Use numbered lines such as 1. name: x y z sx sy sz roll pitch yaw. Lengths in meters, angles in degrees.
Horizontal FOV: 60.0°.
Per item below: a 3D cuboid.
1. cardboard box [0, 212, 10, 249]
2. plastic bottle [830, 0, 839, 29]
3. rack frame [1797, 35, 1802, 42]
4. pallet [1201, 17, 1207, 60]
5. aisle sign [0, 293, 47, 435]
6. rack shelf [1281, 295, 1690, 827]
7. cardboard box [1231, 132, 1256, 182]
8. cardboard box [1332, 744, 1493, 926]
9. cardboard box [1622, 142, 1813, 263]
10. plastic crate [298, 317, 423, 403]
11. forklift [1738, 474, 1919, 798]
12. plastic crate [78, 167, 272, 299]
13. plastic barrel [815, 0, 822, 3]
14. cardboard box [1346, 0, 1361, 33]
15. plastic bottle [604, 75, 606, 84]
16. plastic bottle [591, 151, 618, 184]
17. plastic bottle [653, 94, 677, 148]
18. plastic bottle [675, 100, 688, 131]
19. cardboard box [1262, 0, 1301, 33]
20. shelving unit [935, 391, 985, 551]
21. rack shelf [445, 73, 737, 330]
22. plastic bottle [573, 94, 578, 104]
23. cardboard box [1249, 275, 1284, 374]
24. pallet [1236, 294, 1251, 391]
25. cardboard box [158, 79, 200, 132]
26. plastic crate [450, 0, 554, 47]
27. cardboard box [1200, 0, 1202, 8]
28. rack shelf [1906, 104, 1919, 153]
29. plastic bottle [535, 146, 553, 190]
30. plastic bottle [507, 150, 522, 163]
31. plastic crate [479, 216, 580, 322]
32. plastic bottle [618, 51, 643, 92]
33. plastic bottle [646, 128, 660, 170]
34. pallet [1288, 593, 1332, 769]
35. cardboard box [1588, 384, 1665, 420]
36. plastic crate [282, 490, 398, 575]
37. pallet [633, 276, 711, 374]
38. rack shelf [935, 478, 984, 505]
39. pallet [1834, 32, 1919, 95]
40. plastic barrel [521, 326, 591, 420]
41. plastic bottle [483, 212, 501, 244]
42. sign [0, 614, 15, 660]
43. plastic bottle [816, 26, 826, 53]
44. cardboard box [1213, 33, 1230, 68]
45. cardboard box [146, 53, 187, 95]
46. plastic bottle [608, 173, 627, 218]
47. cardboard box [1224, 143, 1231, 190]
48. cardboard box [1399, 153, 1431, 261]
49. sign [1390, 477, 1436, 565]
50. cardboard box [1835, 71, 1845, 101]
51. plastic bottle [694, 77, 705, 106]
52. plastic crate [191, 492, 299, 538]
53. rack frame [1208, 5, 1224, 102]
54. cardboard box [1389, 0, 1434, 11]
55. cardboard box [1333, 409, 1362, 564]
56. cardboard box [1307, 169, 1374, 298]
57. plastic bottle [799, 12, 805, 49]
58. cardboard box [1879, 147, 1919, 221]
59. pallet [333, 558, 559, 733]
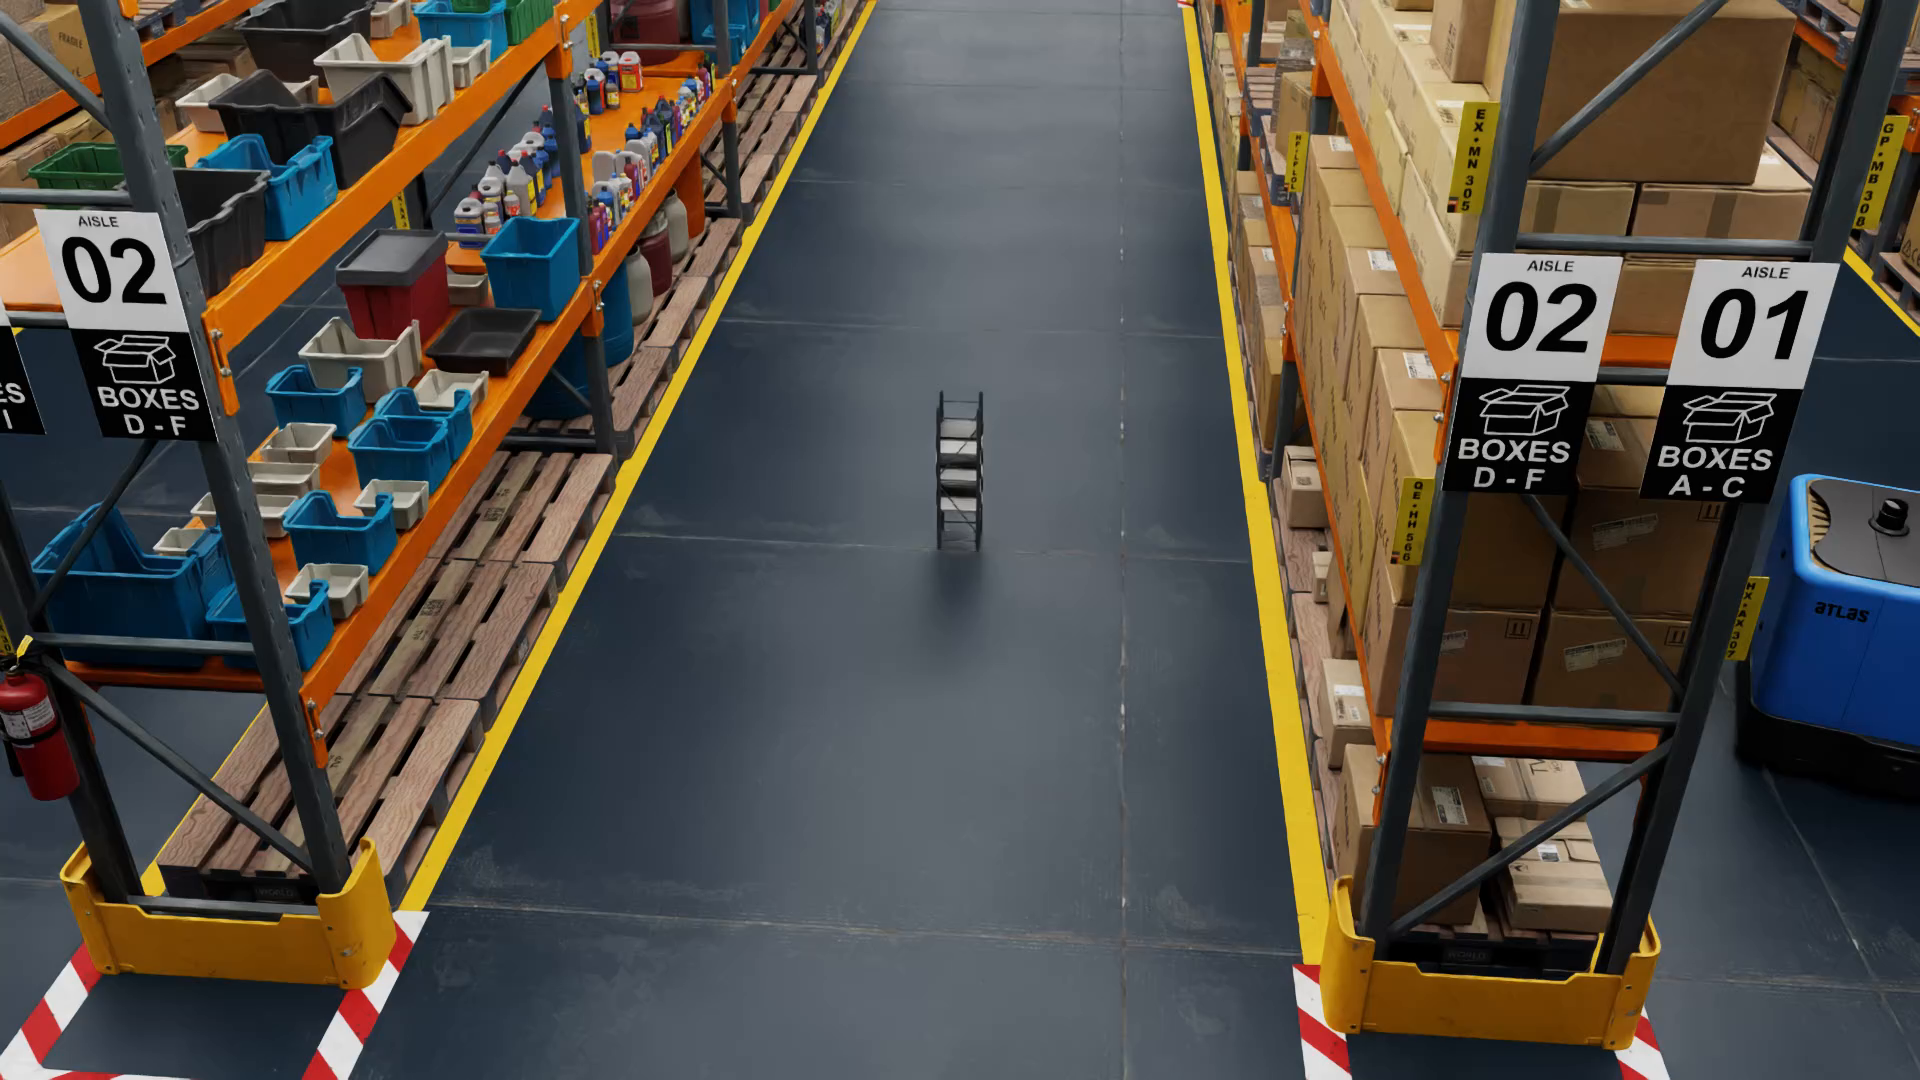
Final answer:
1. cardboard box: -7.433 -1.991 11.527 1.225 0.875 0.875 1 32 2
2. plastic bottle: -1.405 -5.768 18.136 0.144 0.351 0.185 4 32 6
3. rack frame: 7.925 -5.462 15.535 1.000 3.000 0.127 2 32 4
4. pallet: 3.191 -5.539 18.316 1.003 0.211 1.213 2 32 4
5. aisle sign: -3.224 -0.692 5.317 0.394 0.787 0.004 2 32 4
6. rack shelf: 2.173 -0.137 7.579 1.077 0.370 4.000 2 32 4
7. cardboard box: 2.459 -3.112 13.406 0.500 0.311 0.500 3 32 5
8. cardboard box: 1.809 1.185 6.712 0.500 0.500 0.500 2 32 4
9. cardboard box: 2.312 -1.081 5.232 0.500 0.250 0.500 2 32 4
10. plastic crate: -2.908 -0.887 8.166 0.437 0.282 0.530 2 32 4
11. forklift: 5.237 -0.149 6.979 3.031 2.935 1.130 12 34 18
12. plastic crate: -2.617 -1.021 5.594 0.497 0.269 0.590 2 32 4
13. plastic barrel: -1.642 -6.487 19.169 0.421 0.512 0.421 0 32 0
14. cardboard box: 2.010 -2.409 7.388 0.500 0.250 0.500 2 32 4
15. plastic bottle: -2.677 -3.386 12.356 0.097 0.201 0.097 0 32 0
16. plastic bottle: -2.259 -2.366 10.628 0.152 0.276 0.135 2 32 4
17. plastic bottle: -2.030 -2.864 11.366 0.144 0.351 0.185 2 32 4
18. plastic bottle: -1.977 -2.994 11.719 0.097 0.201 0.097 0 32 0
19. cardboard box: 2.782 -4.501 13.879 0.500 0.500 0.500 1 32 1
20. shelving unit: -0.001 -0.379 9.287 0.258 0.900 0.210 2 32 4
21. rack shelf: -2.438 -2.442 11.319 1.077 0.370 4.000 2 32 4
22. plastic bottle: -2.736 -3.035 11.718 0.097 0.271 0.097 0 32 0
23. cardboard box: 2.180 -1.402 10.910 0.500 0.500 0.500 3 32 5
24. pallet: 2.461 -1.368 11.549 1.003 0.211 1.213 2 32 4
25. cardboard box: -7.144 -3.770 14.752 0.700 0.500 0.500 0 32 0
26. plastic crate: -2.334 -2.655 8.322 0.450 0.188 0.662 2 32 4
27. cardboard box: 3.011 -6.239 19.016 0.500 0.250 0.500 2 32 4
28. rack shelf: 7.436 -2.019 10.632 1.077 0.370 4.000 2 32 4
29. plastic bottle: -2.683 -2.397 10.683 0.097 0.271 0.097 0 32 0
30. plastic bottle: -2.820 -2.324 10.561 0.152 0.276 0.135 2 32 4
31. plastic crate: -2.299 -1.462 9.002 0.392 0.384 0.575 2 32 4
32. plastic bottle: -2.481 -3.522 12.505 0.152 0.276 0.135 2 32 4
33. plastic bottle: -2.044 -2.589 10.995 0.097 0.271 0.097 0 32 0
34. pallet: 2.182 0.697 8.198 1.003 0.211 1.213 2 32 4
35. cardboard box: 2.344 -0.360 6.207 0.500 0.500 0.500 3 32 4
36. plastic crate: -2.524 -0.024 6.813 0.416 0.233 0.300 2 32 4
37. pallet: -2.399 -1.556 11.855 1.003 0.211 1.213 2 32 4
38. rack shelf: -0.001 -0.274 9.352 0.258 0.077 0.200 2 32 4
39. pallet: 7.551 -3.666 12.803 1.213 0.211 1.003 2 32 4
40. plastic barrel: -2.539 -1.271 10.334 0.600 0.901 0.708 2 32 4
41. plastic bottle: -2.765 -1.842 9.849 0.097 0.201 0.097 0 32 0
42. sign: -3.476 0.305 6.021 0.100 0.325 0.005 2 32 4
43. plastic bottle: -1.487 -5.231 17.337 0.152 0.276 0.135 4 32 6
44. cardboard box: 2.705 -4.713 16.005 0.500 0.311 0.500 3 32 4
45. cardboard box: -7.154 -4.077 14.536 0.500 0.250 0.500 6 32 10
46. plastic bottle: -2.117 -2.124 10.240 0.097 0.271 0.097 0 32 0
47. cardboard box: 2.500 -3.144 13.993 0.500 0.250 0.500 2 32 3
48. cardboard box: 1.841 -1.151 5.823 0.500 0.250 0.500 2 32 4
49. sign: 1.459 -0.059 5.362 0.100 0.325 0.005 2 32 4
50. cardboard box: 7.752 -3.756 14.015 0.500 0.250 0.500 2 32 4
51. plastic bottle: -1.929 -3.299 12.214 0.097 0.201 0.097 0 32 0
52. plastic crate: -3.002 -0.109 7.042 0.396 0.136 0.243 2 32 4
53. rack frame: 2.987 -5.672 15.875 1.000 3.000 0.127 2 32 4
54. cardboard box: 2.118 -2.461 6.757 0.700 0.500 0.500 2 32 4
55. cardboard box: 1.860 -0.218 6.929 0.500 0.500 0.500 3 32 4
56. cardboard box: 1.976 -1.453 7.980 0.500 0.500 0.500 2 32 2
57. plastic bottle: -1.614 -5.356 17.467 0.144 0.351 0.185 2 32 4
58. cardboard box: 7.606 -2.872 13.296 0.700 0.500 0.500 3 32 5
59. pallet: -2.718 0.511 8.500 1.003 0.211 1.213 2 32 4
